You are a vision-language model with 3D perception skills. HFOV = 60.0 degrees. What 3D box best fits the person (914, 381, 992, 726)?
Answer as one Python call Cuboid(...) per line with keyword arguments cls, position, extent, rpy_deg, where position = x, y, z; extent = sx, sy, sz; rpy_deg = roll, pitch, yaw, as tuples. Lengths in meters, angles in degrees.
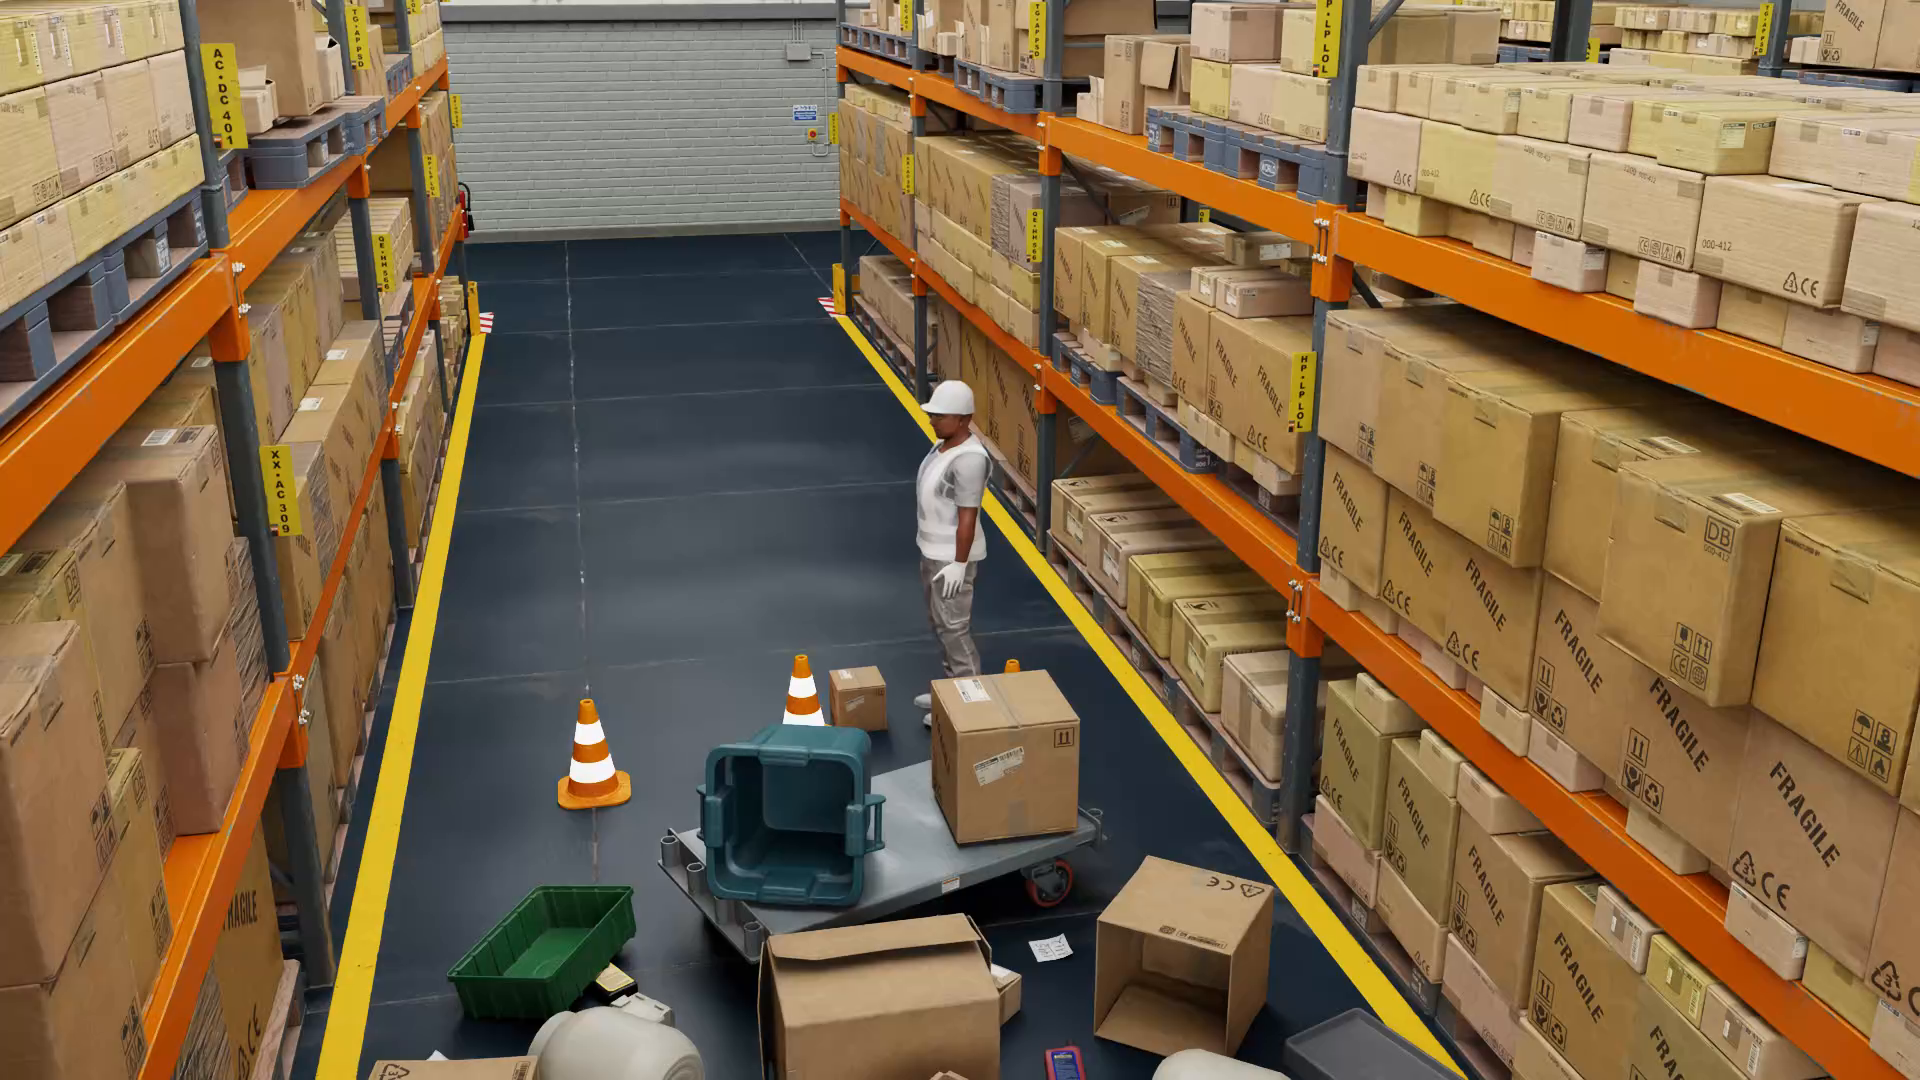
Cuboid(cls="person", position=(-0.041, 0.072, 8.350), extent=(0.352, 1.786, 0.547), rpy_deg=(-4, 20, -12))
